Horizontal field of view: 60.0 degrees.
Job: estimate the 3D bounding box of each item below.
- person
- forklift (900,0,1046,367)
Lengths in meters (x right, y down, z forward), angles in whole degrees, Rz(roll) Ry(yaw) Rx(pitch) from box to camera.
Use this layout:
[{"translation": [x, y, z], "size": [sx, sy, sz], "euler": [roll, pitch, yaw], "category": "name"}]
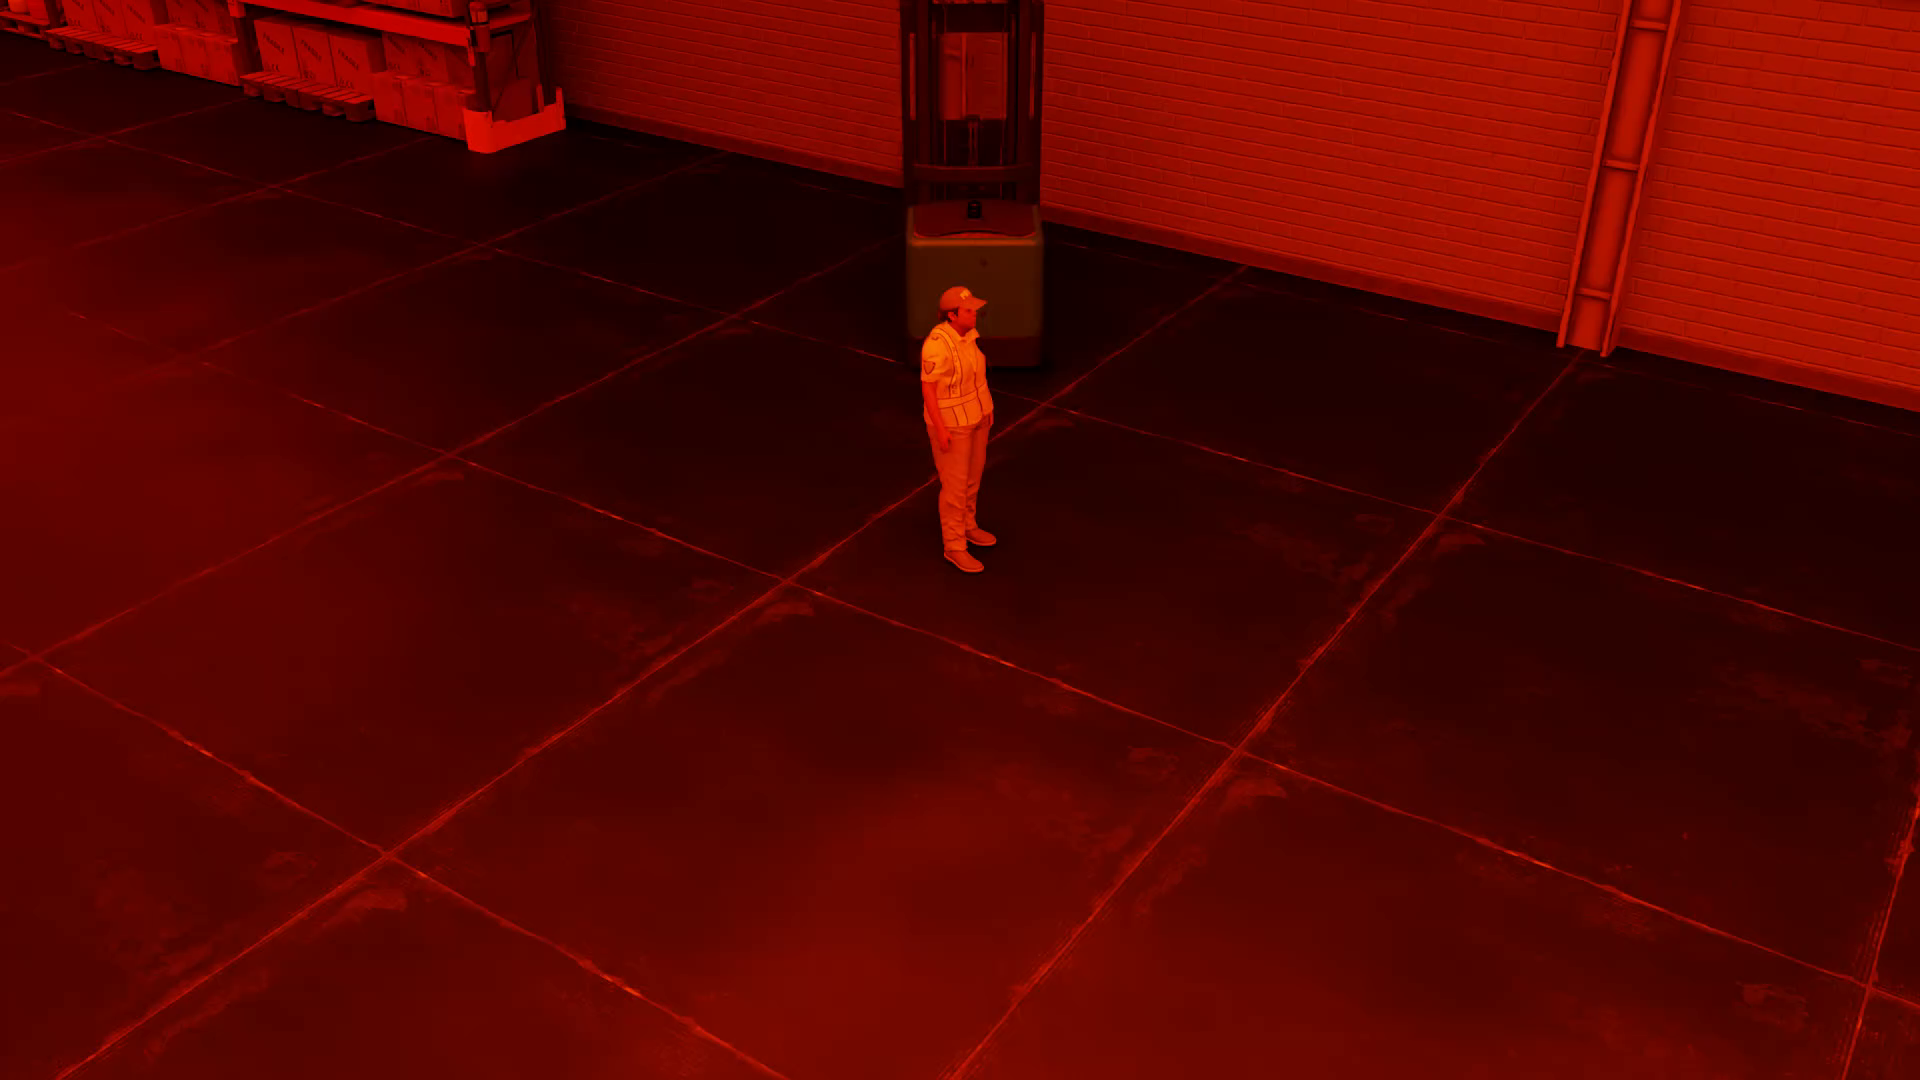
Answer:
[{"translation": [0.051, -0.696, 10.024], "size": [0.529, 1.670, 0.598], "euler": [19, 35, 29], "category": "person"}, {"translation": [0.088, -3.279, 13.228], "size": [1.130, 2.935, 3.031], "euler": [-1, 30, -1], "category": "forklift"}]
